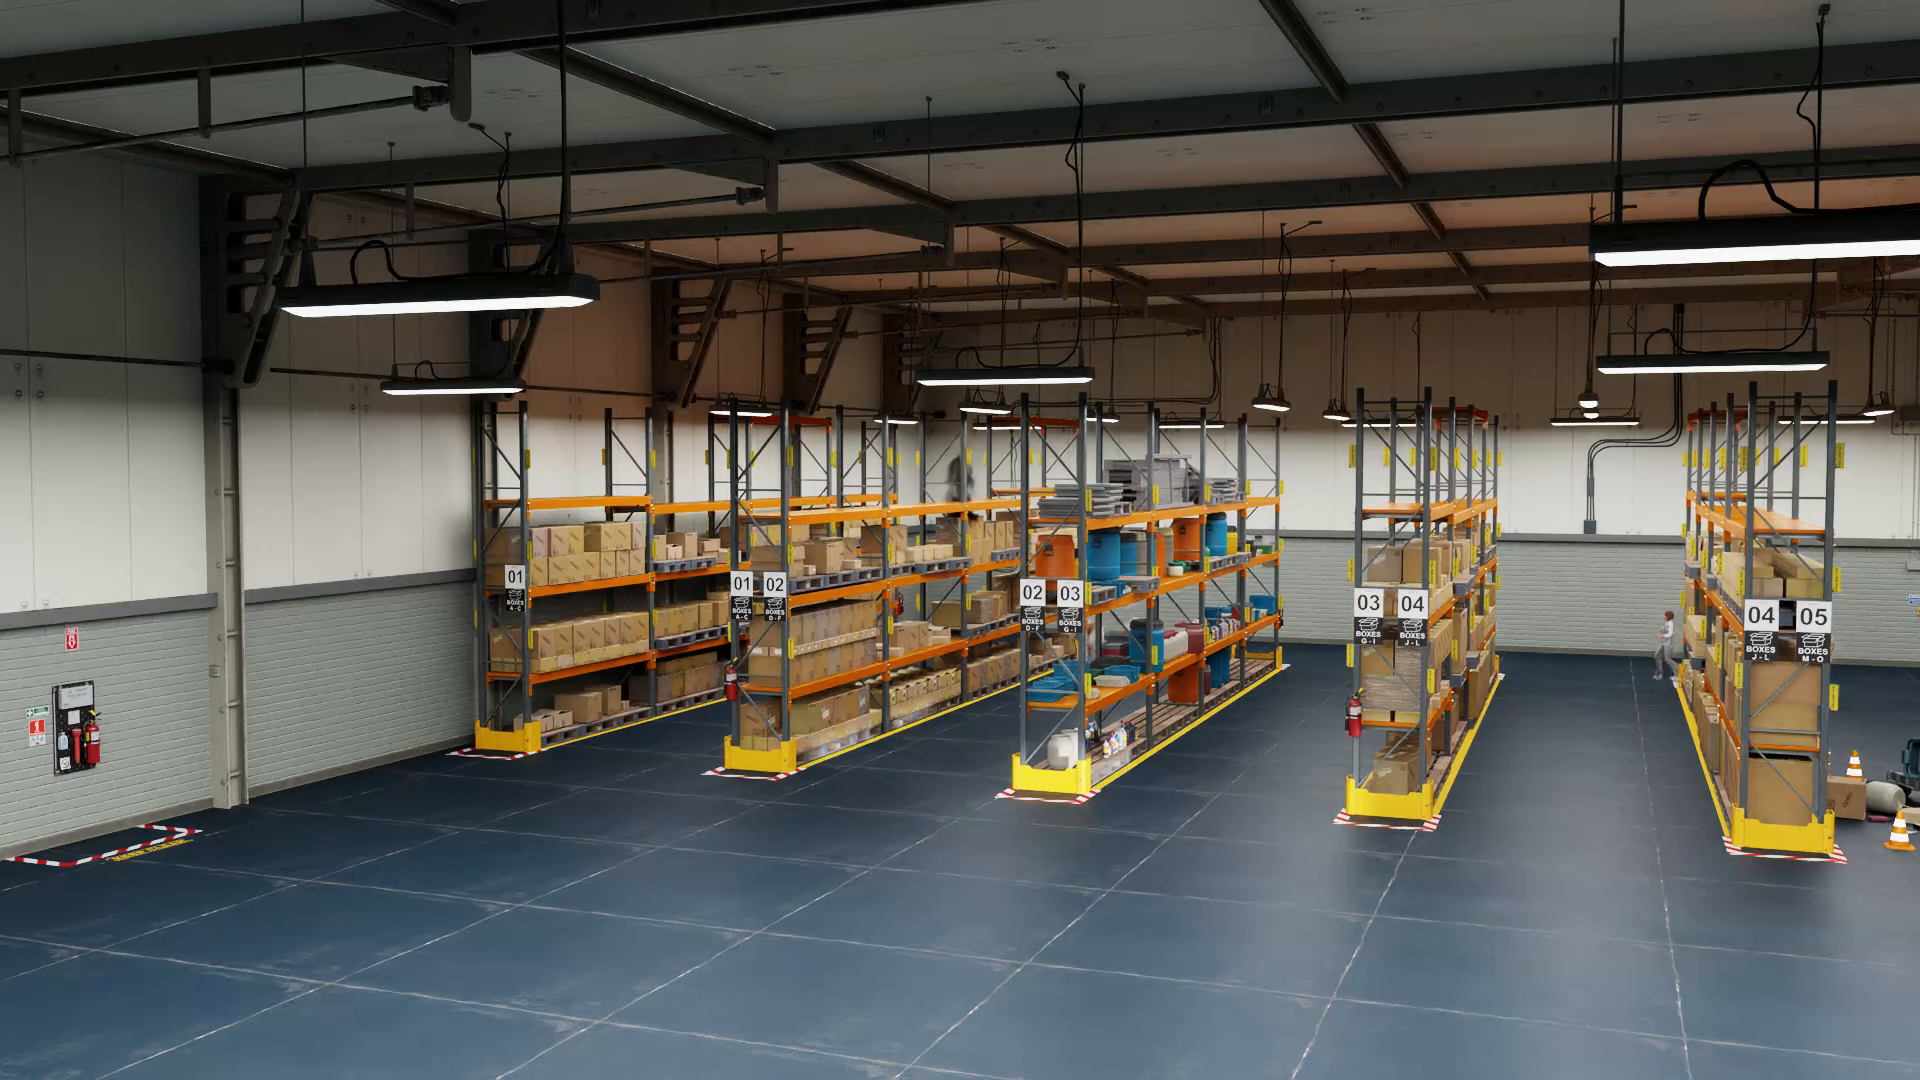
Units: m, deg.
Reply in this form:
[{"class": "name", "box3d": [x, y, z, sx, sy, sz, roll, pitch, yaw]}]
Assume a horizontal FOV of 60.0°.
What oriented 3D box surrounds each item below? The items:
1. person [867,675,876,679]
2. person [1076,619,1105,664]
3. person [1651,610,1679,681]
[{"class": "person", "box3d": [-1.865, 2.465, 35.600, 0.562, 1.609, 0.589, 1, 3, 17]}, {"class": "person", "box3d": [2.675, 2.481, 34.448, 0.694, 1.703, 0.780, 1, 3, 19]}, {"class": "person", "box3d": [15.943, 2.399, 37.456, 0.630, 1.636, 0.551, 1, 3, 11]}]
